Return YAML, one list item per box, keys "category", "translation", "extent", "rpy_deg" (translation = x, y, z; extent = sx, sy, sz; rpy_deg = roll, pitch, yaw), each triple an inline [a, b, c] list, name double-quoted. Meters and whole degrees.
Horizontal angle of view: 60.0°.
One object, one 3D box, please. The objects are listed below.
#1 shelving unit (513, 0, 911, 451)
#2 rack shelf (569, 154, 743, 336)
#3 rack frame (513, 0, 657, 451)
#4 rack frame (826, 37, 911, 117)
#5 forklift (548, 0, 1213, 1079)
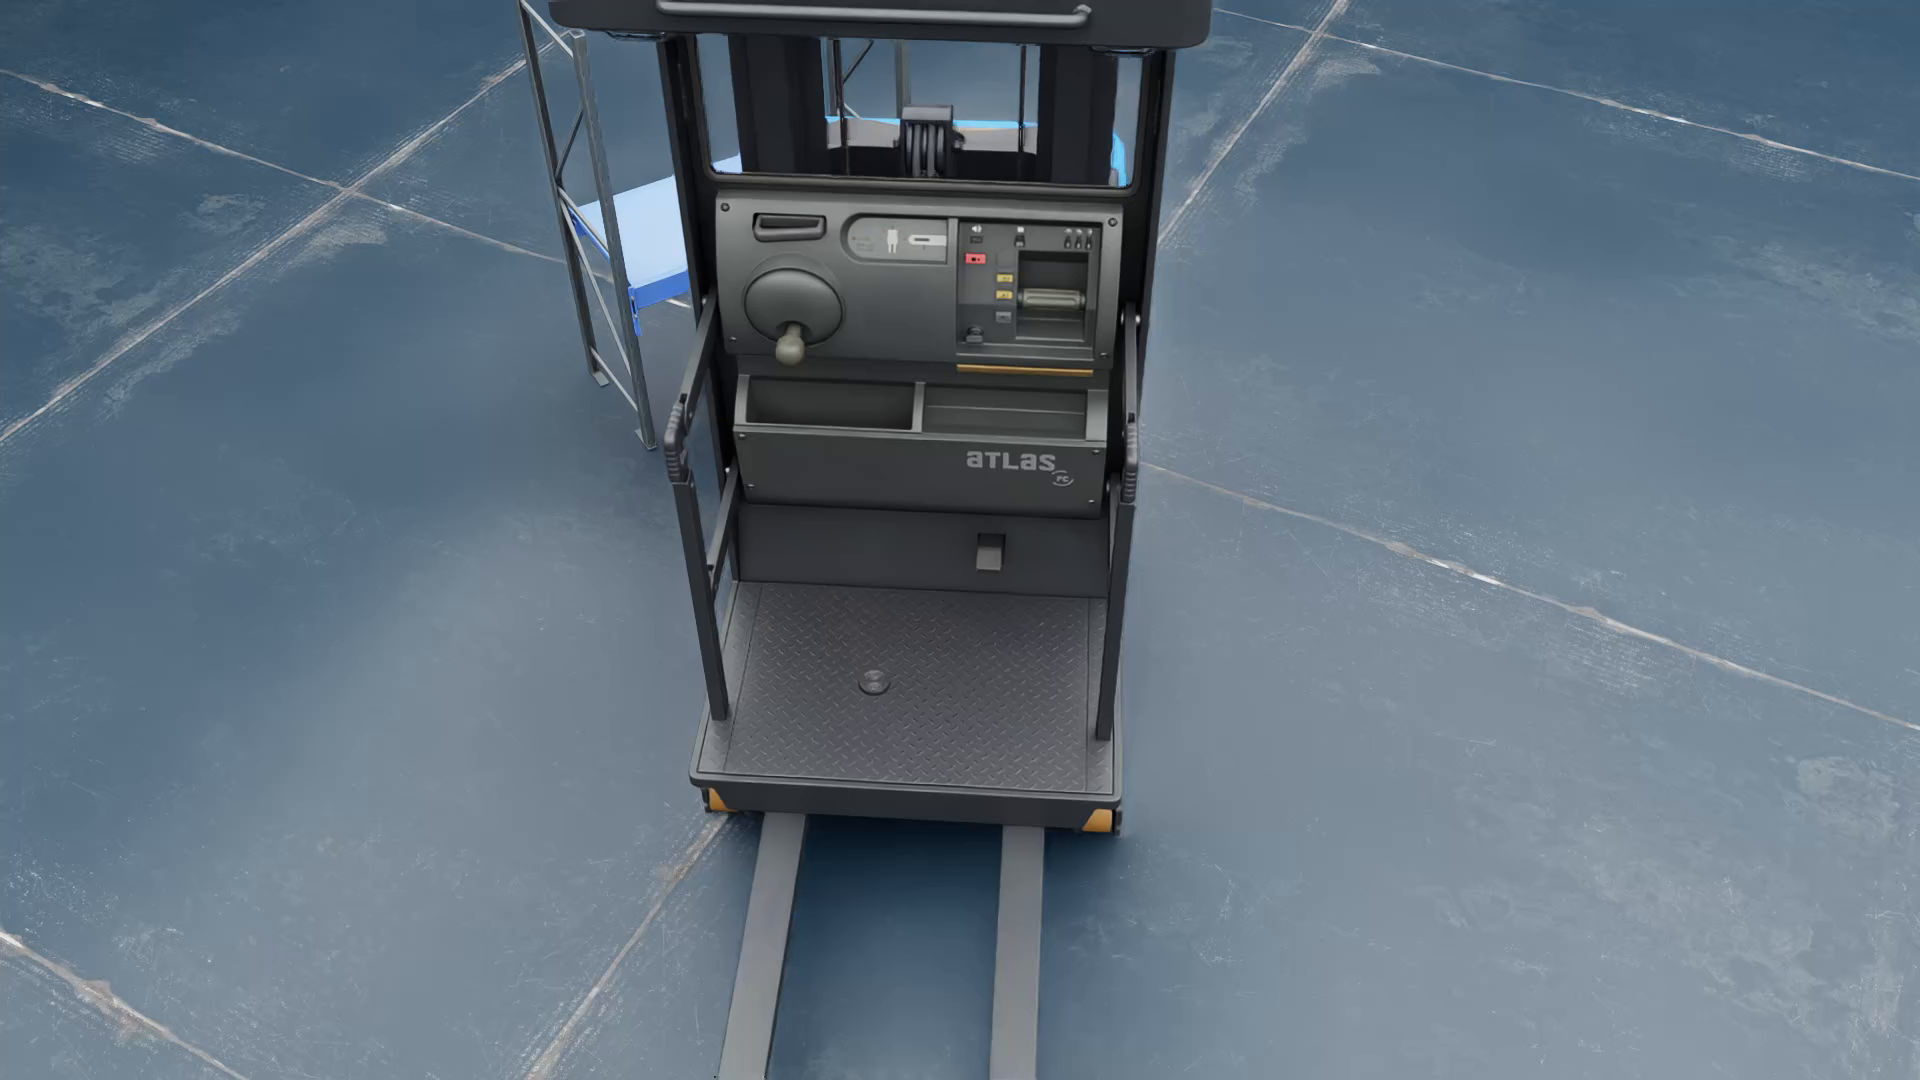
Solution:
- category: "shelving unit"
  translation: [-0.728, -1.173, 5.355]
  extent: [1.048, 1.500, 0.538]
  rpy_deg: [-24, 50, -22]
- category: "rack shelf"
  translation: [-0.728, -1.047, 5.483]
  extent: [1.000, 0.185, 0.538]
  rpy_deg: [-24, 50, -22]
- category: "rack frame"
  translation: [-1.158, -0.980, 5.164]
  extent: [0.032, 1.500, 0.500]
  rpy_deg: [-24, 50, -22]
- category: "rack frame"
  translation: [-0.299, -1.367, 5.546]
  extent: [0.032, 1.500, 0.500]
  rpy_deg: [-24, 50, -22]
- category: "forklift"
  translation: [-0.109, -0.496, 3.679]
  extent: [1.130, 2.935, 3.031]
  rpy_deg: [3, 45, 3]
